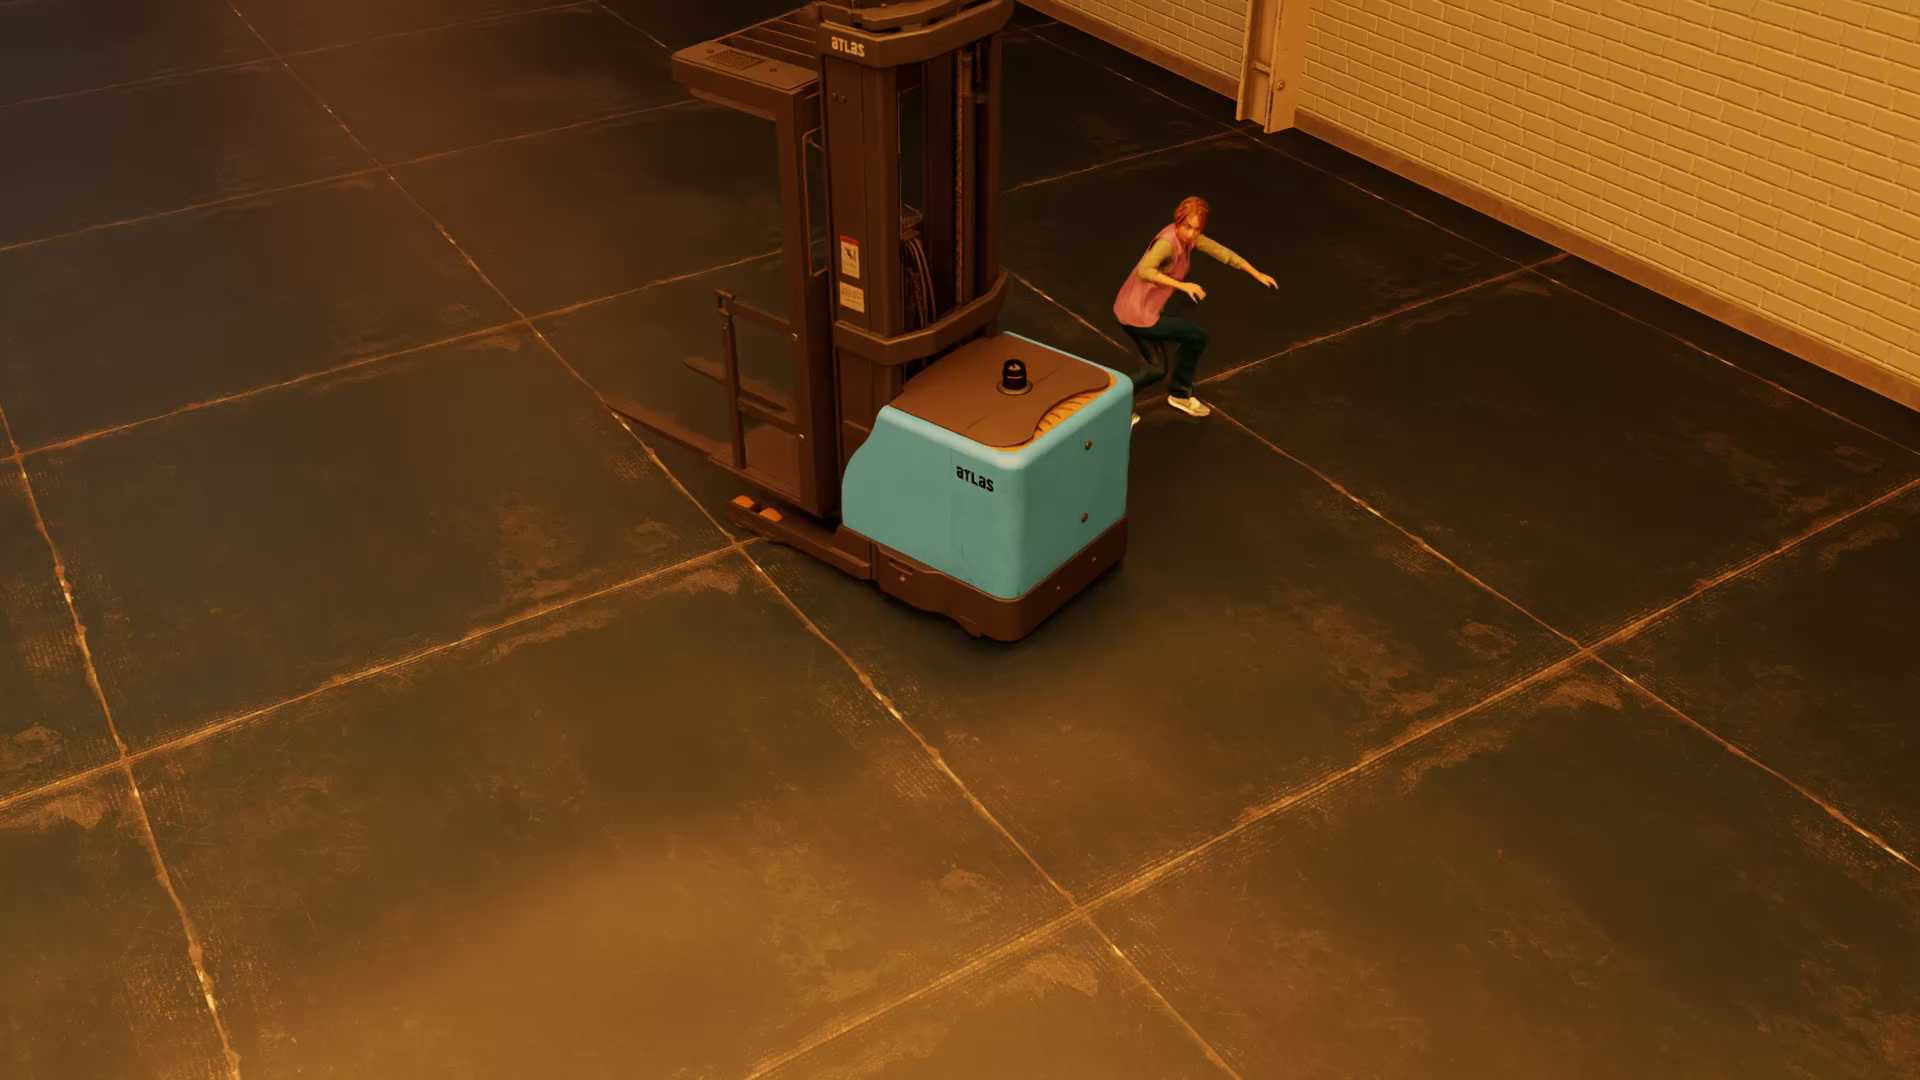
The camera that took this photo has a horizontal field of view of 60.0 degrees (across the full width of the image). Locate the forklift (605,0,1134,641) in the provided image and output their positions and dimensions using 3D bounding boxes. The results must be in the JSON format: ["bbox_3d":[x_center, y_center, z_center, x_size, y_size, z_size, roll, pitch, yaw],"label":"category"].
[{"bbox_3d":[-0.622,-1.410,8.154,3.031,2.935,1.130,24,42,30],"label":"forklift"}]

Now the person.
[{"bbox_3d":[1.280,-1.212,9.267,1.037,1.374,0.727,-2,35,-3],"label":"person"}]
